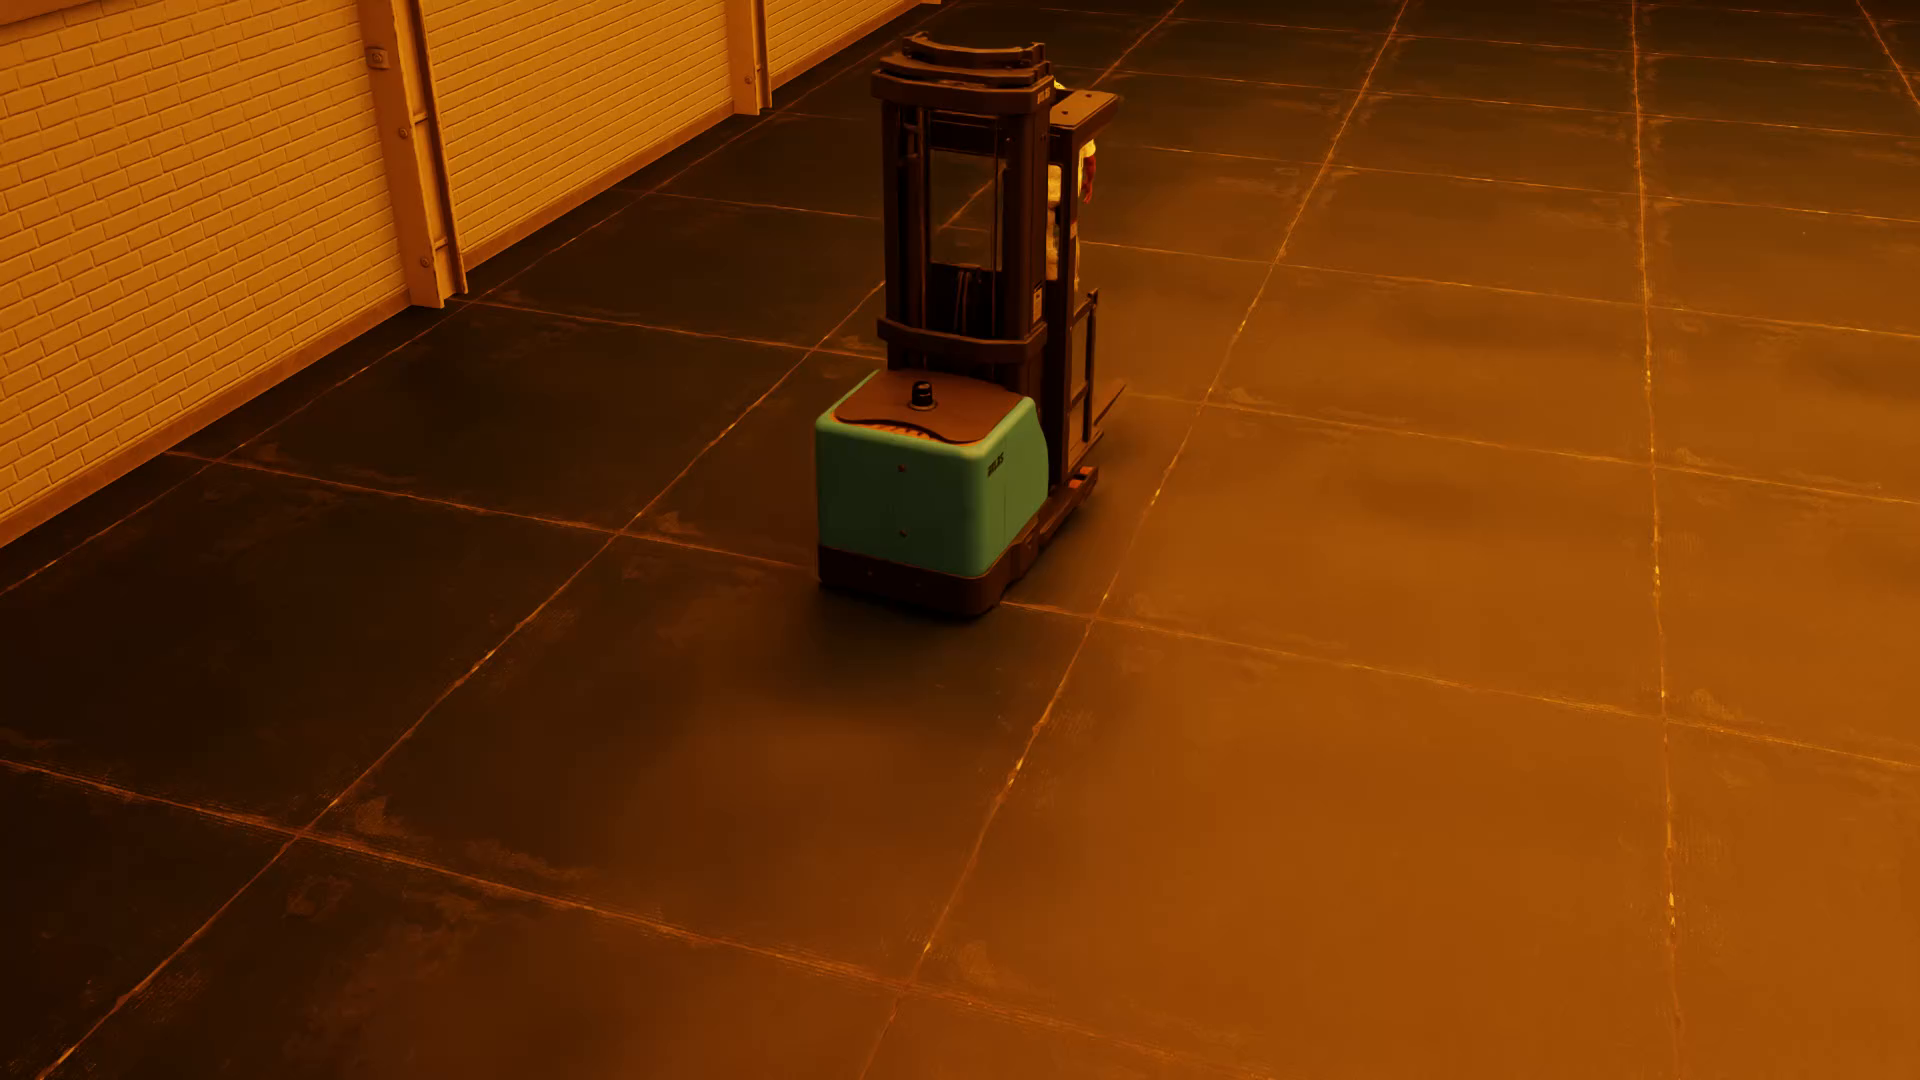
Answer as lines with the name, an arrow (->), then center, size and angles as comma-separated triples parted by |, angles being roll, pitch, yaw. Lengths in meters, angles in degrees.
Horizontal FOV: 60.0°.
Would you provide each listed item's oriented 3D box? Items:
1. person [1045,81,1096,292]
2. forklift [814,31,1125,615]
person -> 0.722, -2.780, 13.176 | 0.665, 1.767, 0.570 | -8, 31, -14
forklift -> 0.238, -1.566, 9.884 | 1.130, 2.935, 3.031 | 12, 32, 20
